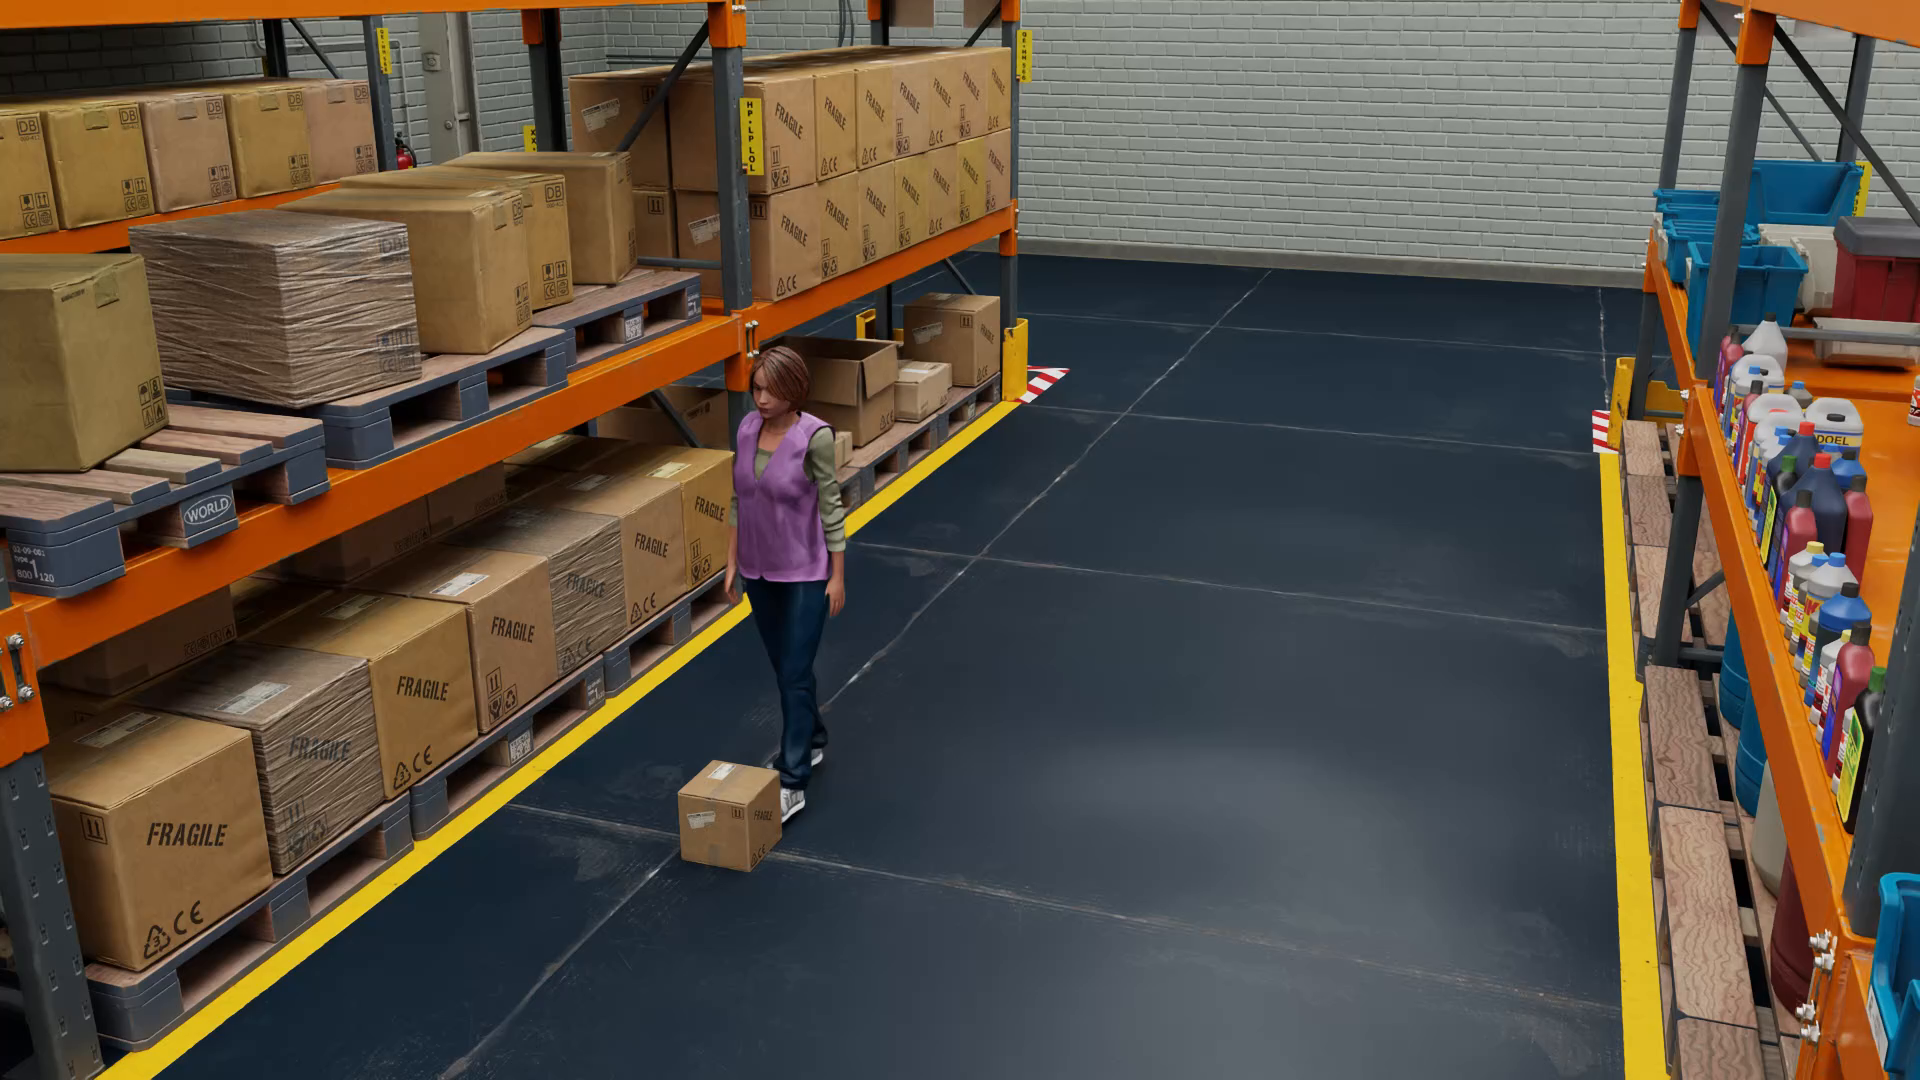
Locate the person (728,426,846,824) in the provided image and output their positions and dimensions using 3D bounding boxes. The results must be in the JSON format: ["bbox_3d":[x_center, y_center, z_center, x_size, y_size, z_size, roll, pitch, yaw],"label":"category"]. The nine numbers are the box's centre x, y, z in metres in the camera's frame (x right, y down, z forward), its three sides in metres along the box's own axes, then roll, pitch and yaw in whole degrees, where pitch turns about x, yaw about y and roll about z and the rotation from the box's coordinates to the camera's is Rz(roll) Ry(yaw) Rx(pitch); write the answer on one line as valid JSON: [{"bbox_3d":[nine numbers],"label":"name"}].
[{"bbox_3d":[-0.650,0.265,5.665,0.432,1.340,0.584,12,22,31],"label":"person"}]
